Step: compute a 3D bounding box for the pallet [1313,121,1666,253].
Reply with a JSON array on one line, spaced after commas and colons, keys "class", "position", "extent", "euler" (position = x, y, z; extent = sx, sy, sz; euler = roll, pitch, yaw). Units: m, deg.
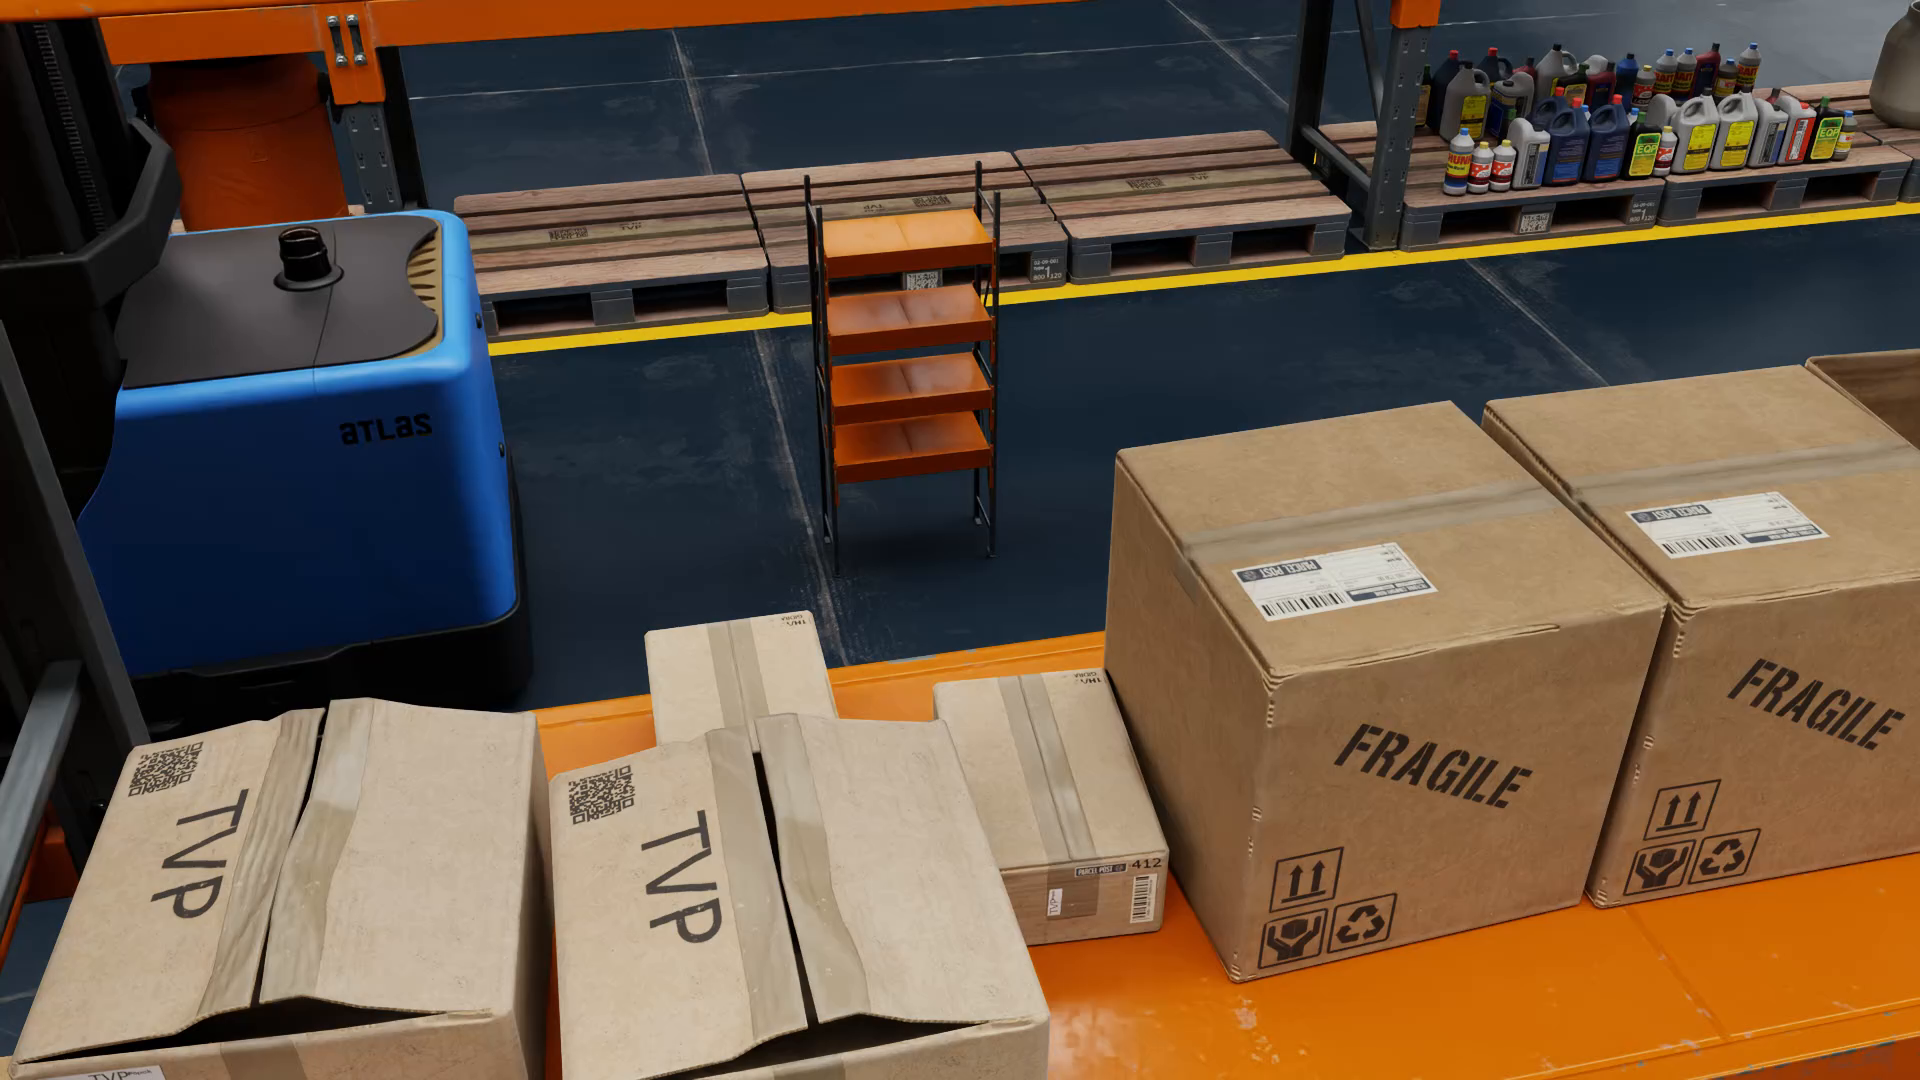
[{"class": "pallet", "position": [2.357, -1.649, 7.517], "extent": [1.213, 0.211, 1.003], "euler": [-7, 35, -11]}]

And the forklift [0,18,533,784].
[{"class": "forklift", "position": [-2.750, -0.815, 3.833], "extent": [3.031, 2.935, 1.130], "euler": [-8, 35, -12]}]

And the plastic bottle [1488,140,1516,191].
[{"class": "plastic bottle", "position": [2.298, -1.593, 7.049], "extent": [0.097, 0.201, 0.097], "euler": [0, 34, 0]}]

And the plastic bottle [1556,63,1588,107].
[{"class": "plastic bottle", "position": [2.807, -2.048, 7.653], "extent": [0.133, 0.283, 0.061], "euler": [-7, 35, -11]}]

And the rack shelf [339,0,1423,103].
[{"class": "rack shelf", "position": [-0.258, -2.202, 6.485], "extent": [4.000, 0.370, 1.077], "euler": [-7, 35, -11]}]

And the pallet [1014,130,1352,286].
[{"class": "pallet", "position": [0.935, -1.471, 7.253], "extent": [1.213, 0.211, 1.003], "euler": [-7, 35, -11]}]

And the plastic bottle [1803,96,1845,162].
[{"class": "plastic bottle", "position": [3.790, -1.805, 7.291], "extent": [0.133, 0.283, 0.061], "euler": [-6, 34, -9]}]

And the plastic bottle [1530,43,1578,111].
[{"class": "plastic bottle", "position": [2.759, -2.129, 7.712], "extent": [0.185, 0.351, 0.144], "euler": [-7, 35, -11]}]

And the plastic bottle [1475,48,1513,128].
[{"class": "plastic bottle", "position": [2.444, -2.089, 7.653], "extent": [0.185, 0.351, 0.144], "euler": [-9, 35, -13]}]

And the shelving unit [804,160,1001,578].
[{"class": "shelving unit", "position": [-0.161, -0.478, 4.885], "extent": [0.503, 1.200, 0.258], "euler": [-7, 35, -11]}]

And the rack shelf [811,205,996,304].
[{"class": "rack shelf", "position": [-0.161, -0.804, 4.666], "extent": [0.480, 0.148, 0.258], "euler": [-7, 35, -11]}]

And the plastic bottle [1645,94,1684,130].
[{"class": "plastic bottle", "position": [3.113, -1.825, 7.327], "extent": [0.135, 0.276, 0.152], "euler": [-7, 35, -11]}]

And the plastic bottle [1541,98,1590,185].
[{"class": "plastic bottle", "position": [2.571, -1.703, 7.079], "extent": [0.185, 0.351, 0.144], "euler": [-6, 34, -9]}]

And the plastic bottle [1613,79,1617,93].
[{"class": "plastic bottle", "position": [3.028, -2.114, 7.824], "extent": [0.097, 0.201, 0.097], "euler": [0, 34, 0]}]

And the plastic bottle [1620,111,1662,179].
[{"class": "plastic bottle", "position": [2.926, -1.696, 7.128], "extent": [0.133, 0.283, 0.061], "euler": [-6, 34, -8]}]

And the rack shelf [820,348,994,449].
[{"class": "rack shelf", "position": [-0.161, -0.422, 4.923], "extent": [0.480, 0.148, 0.258], "euler": [-7, 35, -11]}]

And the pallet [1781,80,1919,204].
[{"class": "pallet", "position": [4.737, -1.949, 7.964], "extent": [1.213, 0.211, 1.003], "euler": [-7, 35, -11]}]

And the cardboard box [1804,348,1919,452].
[{"class": "cardboard box", "position": [1.515, 0.055, 2.387], "extent": [0.500, 0.500, 0.500], "euler": [-5, 34, -7]}]

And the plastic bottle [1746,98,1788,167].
[{"class": "plastic bottle", "position": [3.512, -1.793, 7.279], "extent": [0.135, 0.276, 0.152], "euler": [-8, 35, -12]}]

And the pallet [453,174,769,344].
[{"class": "pallet", "position": [-1.445, -1.171, 6.806], "extent": [1.213, 0.211, 1.003], "euler": [-7, 35, -11]}]

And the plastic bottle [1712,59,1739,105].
[{"class": "plastic bottle", "position": [3.656, -2.193, 7.942], "extent": [0.097, 0.201, 0.097], "euler": [0, 34, 0]}]

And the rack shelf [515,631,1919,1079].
[{"class": "rack shelf", "position": [0.831, 0.490, 2.473], "extent": [4.000, 0.370, 1.077], "euler": [-7, 35, -11]}]

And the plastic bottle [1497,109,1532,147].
[{"class": "plastic bottle", "position": [2.385, -1.715, 7.156], "extent": [0.133, 0.283, 0.061], "euler": [-7, 35, -11]}]

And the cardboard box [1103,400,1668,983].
[{"class": "cardboard box", "position": [0.513, 0.181, 2.199], "extent": [0.500, 0.500, 0.500], "euler": [-9, 35, -13]}]

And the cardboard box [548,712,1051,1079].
[{"class": "cardboard box", "position": [-0.205, 0.470, 1.938], "extent": [0.500, 0.311, 0.500], "euler": [-8, 35, -11]}]

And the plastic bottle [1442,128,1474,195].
[{"class": "plastic bottle", "position": [2.100, -1.597, 6.992], "extent": [0.097, 0.271, 0.097], "euler": [0, 34, 0]}]

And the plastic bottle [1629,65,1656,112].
[{"class": "plastic bottle", "position": [3.228, -2.139, 7.862], "extent": [0.097, 0.201, 0.097], "euler": [0, 34, 0]}]

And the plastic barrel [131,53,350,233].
[{"class": "plastic barrel", "position": [-2.682, -1.459, 6.303], "extent": [0.708, 0.830, 0.600], "euler": [-7, 35, -11]}]

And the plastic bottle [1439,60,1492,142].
[{"class": "plastic bottle", "position": [2.289, -1.987, 7.501], "extent": [0.185, 0.351, 0.144], "euler": [-7, 35, -11]}]

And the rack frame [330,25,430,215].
[{"class": "rack frame", "position": [-2.209, -2.255, 5.918], "extent": [0.127, 3.000, 1.000], "euler": [-7, 35, -11]}]

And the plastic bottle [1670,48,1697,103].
[{"class": "plastic bottle", "position": [3.423, -2.193, 7.879], "extent": [0.097, 0.271, 0.097], "euler": [0, 34, 0]}]

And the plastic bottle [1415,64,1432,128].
[{"class": "plastic bottle", "position": [2.089, -2.040, 7.641], "extent": [0.133, 0.283, 0.061], "euler": [-6, 34, -8]}]

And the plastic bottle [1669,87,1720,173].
[{"class": "plastic bottle", "position": [3.170, -1.779, 7.191], "extent": [0.185, 0.351, 0.144], "euler": [-7, 35, -11]}]

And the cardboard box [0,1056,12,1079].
[{"class": "cardboard box", "position": [-1.627, 1.193, 2.628], "extent": [0.500, 0.500, 0.500], "euler": [-6, 34, -9]}]

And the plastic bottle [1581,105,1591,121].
[{"class": "plastic bottle", "position": [2.686, -1.754, 7.225], "extent": [0.097, 0.271, 0.097], "euler": [0, 34, 0]}]

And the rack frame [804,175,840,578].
[{"class": "rack frame", "position": [-0.399, -0.448, 4.841], "extent": [0.015, 1.200, 0.240], "euler": [-7, 35, -11]}]
